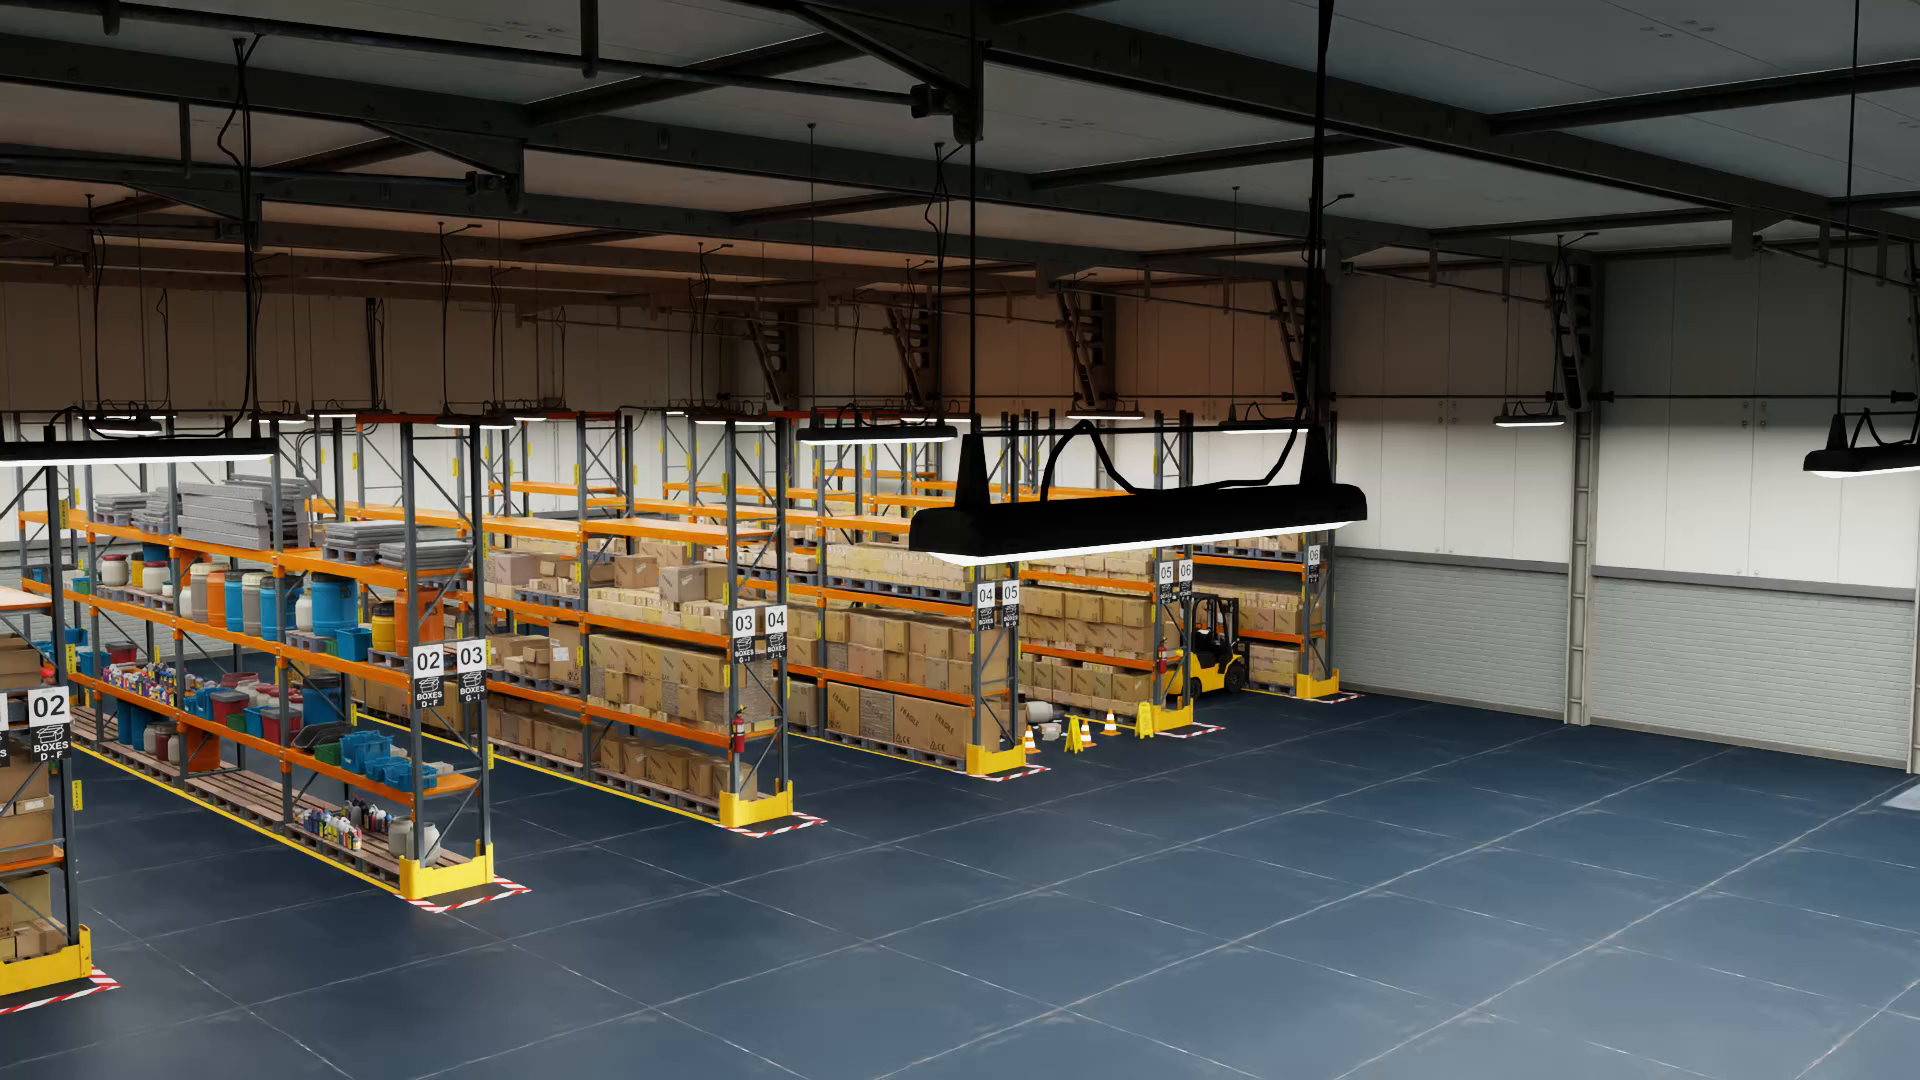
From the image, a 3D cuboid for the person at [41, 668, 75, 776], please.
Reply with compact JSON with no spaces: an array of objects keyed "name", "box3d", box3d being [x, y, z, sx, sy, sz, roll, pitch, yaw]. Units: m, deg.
[{"name":"person","box3d":[-15.244,3.014,27.893,0.688,1.725,1.034,-5,7,-44]}]
